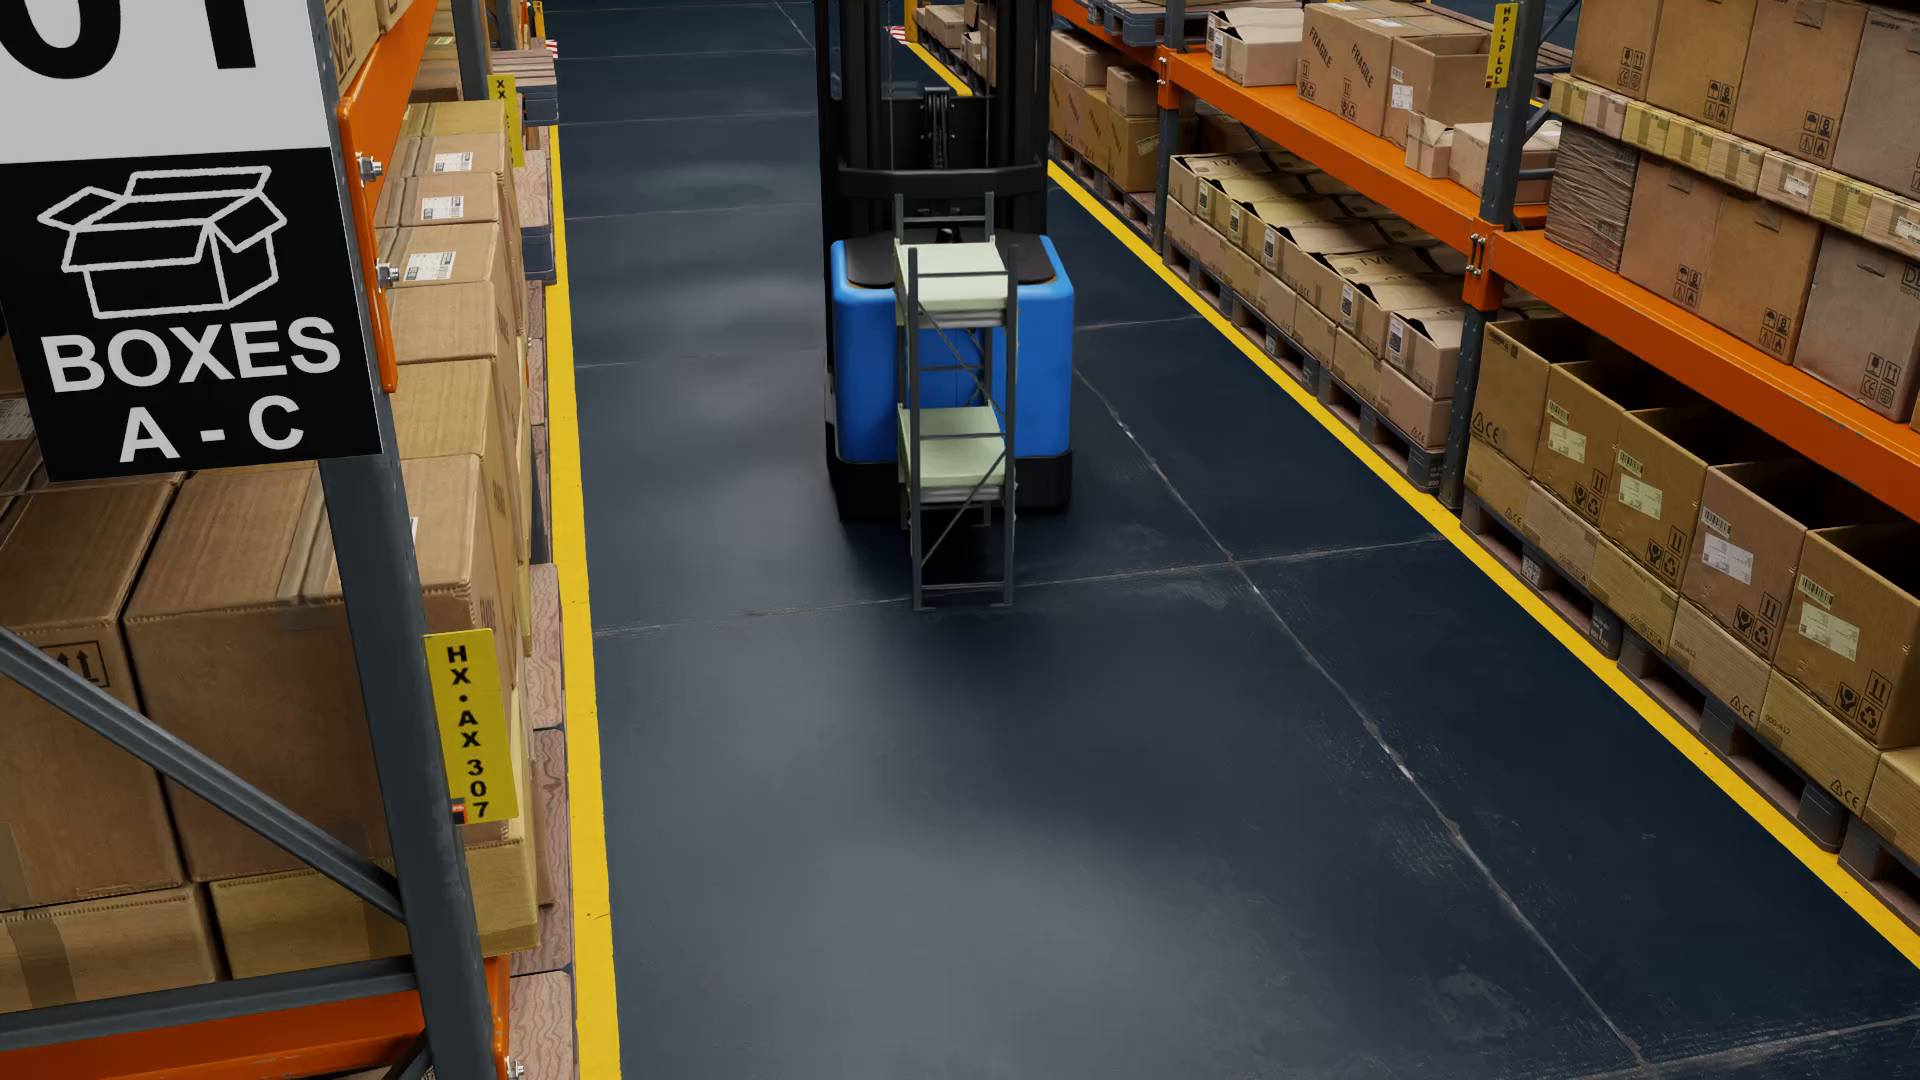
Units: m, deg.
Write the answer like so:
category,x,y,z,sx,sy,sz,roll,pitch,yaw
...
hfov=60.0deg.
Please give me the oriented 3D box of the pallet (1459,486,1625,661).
category,x,y,z,sx,sy,sz,roll,pitch,yaw
pallet,2.823,0.055,6.907,1.003,0.211,1.213,-6,27,-12

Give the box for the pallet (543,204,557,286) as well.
category,x,y,z,sx,sy,sz,roll,pitch,yaw
pallet,-3.146,-1.904,10.788,1.003,0.211,1.213,-6,27,-12

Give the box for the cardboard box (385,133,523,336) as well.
category,x,y,z,sx,sy,sz,roll,pitch,yaw
cardboard box,-1.615,-0.921,5.058,0.500,0.500,0.500,-6,27,-12

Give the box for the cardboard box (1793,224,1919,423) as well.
category,x,y,z,sx,sy,sz,roll,pitch,yaw
cardboard box,3.142,-0.718,5.232,0.700,0.500,0.500,-5,27,-10

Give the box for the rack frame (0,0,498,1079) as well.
category,x,y,z,sx,sy,sz,roll,pitch,yaw
rack frame,-1.236,0.717,2.501,0.949,2.616,0.053,-6,27,-12

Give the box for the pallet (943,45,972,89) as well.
category,x,y,z,sx,sy,sz,roll,pitch,yaw
pallet,0.450,-4.649,16.226,1.003,0.211,1.213,-6,27,-12

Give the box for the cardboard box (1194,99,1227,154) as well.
category,x,y,z,sx,sy,sz,roll,pitch,yaw
cardboard box,1.836,-2.838,11.830,0.500,0.500,0.500,-7,28,-13

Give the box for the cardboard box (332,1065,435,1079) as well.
category,x,y,z,sx,sy,sz,roll,pitch,yaw
cardboard box,-1.307,1.408,3.627,0.500,0.311,0.500,-9,28,-17

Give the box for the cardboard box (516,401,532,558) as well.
category,x,y,z,sx,sy,sz,roll,pitch,yaw
cardboard box,-1.391,-0.144,4.351,0.500,0.250,0.500,-6,27,-11

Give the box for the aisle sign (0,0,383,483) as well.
category,x,y,z,sx,sy,sz,roll,pitch,yaw
aisle sign,-0.931,-0.442,1.912,0.394,0.787,0.004,-6,27,-12

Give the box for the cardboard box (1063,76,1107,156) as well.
category,x,y,z,sx,sy,sz,roll,pitch,yaw
cardboard box,1.103,-3.224,12.594,0.500,0.500,0.500,-7,28,-14

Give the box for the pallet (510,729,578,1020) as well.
category,x,y,z,sx,sy,sz,roll,pitch,yaw
pallet,-1.676,1.034,4.967,1.003,0.211,1.213,-6,27,-12

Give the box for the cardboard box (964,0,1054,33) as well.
category,x,y,z,sx,sy,sz,roll,pitch,yaw
cardboard box,0.454,-4.962,16.034,0.797,0.503,0.637,-6,27,-12

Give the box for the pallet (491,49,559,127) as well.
category,x,y,z,sx,sy,sz,roll,pitch,yaw
pallet,-2.778,-2.407,8.903,1.213,0.211,1.003,-6,27,-12

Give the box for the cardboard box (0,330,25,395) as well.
category,x,y,z,sx,sy,sz,roll,pitch,yaw
cardboard box,-1.777,-0.193,3.616,0.500,0.500,0.500,-7,28,-13

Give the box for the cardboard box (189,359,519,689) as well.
category,x,y,z,sx,sy,sz,roll,pitch,yaw
cardboard box,-1.156,-0.018,3.268,0.500,0.500,0.500,-6,27,-11

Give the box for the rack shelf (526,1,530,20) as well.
category,x,y,z,sx,sy,sz,roll,pitch,yaw
rack shelf,-4.394,-5.108,14.839,1.077,0.370,4.000,-6,27,-12

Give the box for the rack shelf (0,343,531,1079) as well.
category,x,y,z,sx,sy,sz,roll,pitch,yaw
rack shelf,-1.690,0.160,4.402,1.077,0.370,4.000,-6,27,-12

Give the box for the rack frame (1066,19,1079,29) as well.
category,x,y,z,sx,sy,sz,roll,pitch,yaw
rack frame,0.882,-5.056,13.937,1.000,3.000,0.127,-6,27,-12

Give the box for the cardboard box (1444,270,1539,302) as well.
category,x,y,z,sx,sy,sz,roll,pitch,yaw
cardboard box,2.727,-1.181,8.224,0.500,0.311,0.500,-6,27,-12

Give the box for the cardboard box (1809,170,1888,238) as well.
category,x,y,z,sx,sy,sz,roll,pitch,yaw
cardboard box,2.909,-1.060,5.191,0.380,0.149,0.250,-6,27,-12

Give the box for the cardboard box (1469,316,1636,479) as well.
category,x,y,z,sx,sy,sz,roll,pitch,yaw
cardboard box,2.484,-0.603,6.869,0.500,0.500,0.500,-6,27,-12

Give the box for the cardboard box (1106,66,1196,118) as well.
category,x,y,z,sx,sy,sz,roll,pitch,yaw
cardboard box,1.327,-3.126,11.568,0.500,0.250,0.500,-5,27,-10

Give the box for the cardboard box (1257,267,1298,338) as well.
category,x,y,z,sx,sy,sz,roll,pitch,yaw
cardboard box,1.968,-1.326,9.135,0.500,0.250,0.500,-5,27,-11

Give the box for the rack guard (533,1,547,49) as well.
category,x,y,z,sx,sy,sz,roll,pitch,yaw
rack guard,-4.850,-5.202,17.001,1.175,0.500,0.348,-6,27,-12

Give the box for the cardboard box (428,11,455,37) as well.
category,x,y,z,sx,sy,sz,roll,pitch,yaw
cardboard box,-2.520,-2.039,7.361,0.700,0.500,0.500,-2,27,-5

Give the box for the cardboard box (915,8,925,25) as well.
category,x,y,z,sx,sy,sz,roll,pitch,yaw
cardboard box,-0.260,-5.517,17.526,0.380,0.149,0.250,-6,27,-12

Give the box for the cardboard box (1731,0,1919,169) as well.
category,x,y,z,sx,sy,sz,roll,pitch,yaw
cardboard box,3.018,-1.532,5.405,0.700,0.500,0.500,-6,27,-12

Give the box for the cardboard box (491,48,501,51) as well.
category,x,y,z,sx,sy,sz,roll,pitch,yaw
cardboard box,-2.891,-2.860,9.843,0.380,0.149,0.250,-6,27,-12

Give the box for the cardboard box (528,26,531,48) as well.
category,x,y,z,sx,sy,sz,roll,pitch,yaw
cardboard box,-4.477,-4.862,15.861,0.700,0.500,0.500,-6,27,-12

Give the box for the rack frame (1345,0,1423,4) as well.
category,x,y,z,sx,sy,sz,roll,pitch,yaw
rack frame,4.807,-7.313,18.410,1.000,3.000,0.127,-6,27,-12

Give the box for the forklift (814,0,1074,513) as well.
category,x,y,z,sx,sy,sz,roll,pitch,yaw
forklift,-0.146,-2.059,8.076,1.130,2.935,3.031,-2,27,-4

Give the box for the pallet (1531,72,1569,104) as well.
category,x,y,z,sx,sy,sz,roll,pitch,yaw
pallet,5.842,-3.969,14.879,1.003,0.211,1.213,-6,27,-12

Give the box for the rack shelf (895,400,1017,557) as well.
category,x,y,z,sx,sy,sz,roll,pitch,yaw
rack shelf,-0.026,-0.267,6.838,0.431,0.370,0.720,-3,27,-5

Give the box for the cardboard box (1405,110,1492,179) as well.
category,x,y,z,sx,sy,sz,roll,pitch,yaw
cardboard box,2.308,-1.851,7.737,0.396,0.266,0.258,-7,28,-13

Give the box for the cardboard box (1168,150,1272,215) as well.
category,x,y,z,sx,sy,sz,roll,pitch,yaw
cardboard box,1.615,-2.250,10.342,0.500,0.311,0.500,-5,27,-10

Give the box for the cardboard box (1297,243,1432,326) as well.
category,x,y,z,sx,sy,sz,roll,pitch,yaw
cardboard box,2.081,-1.350,8.558,0.500,0.311,0.500,-6,27,-12

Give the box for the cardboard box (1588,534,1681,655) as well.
category,x,y,z,sx,sy,sz,roll,pitch,yaw
cardboard box,2.709,0.171,6.168,0.500,0.250,0.500,-6,27,-12

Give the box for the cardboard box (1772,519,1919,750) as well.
category,x,y,z,sx,sy,sz,roll,pitch,yaw
cardboard box,2.936,0.275,5.129,0.500,0.500,0.500,-6,27,-12

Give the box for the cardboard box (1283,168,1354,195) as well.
category,x,y,z,sx,sy,sz,roll,pitch,yaw
cardboard box,2.265,-2.077,10.000,0.500,0.311,0.500,-6,27,-12

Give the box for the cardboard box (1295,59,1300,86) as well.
category,x,y,z,sx,sy,sz,roll,pitch,yaw
cardboard box,2.126,-2.633,9.417,0.380,0.149,0.250,-4,27,-8

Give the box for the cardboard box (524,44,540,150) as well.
category,x,y,z,sx,sy,sz,roll,pitch,yaw
cardboard box,-3.467,-3.117,12.016,0.750,0.750,0.750,-5,27,-10

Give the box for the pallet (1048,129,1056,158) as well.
category,x,y,z,sx,sy,sz,roll,pitch,yaw
pallet,1.102,-3.457,13.866,1.003,0.211,1.213,-6,27,-12

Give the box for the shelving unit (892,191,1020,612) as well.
category,x,y,z,sx,sy,sz,roll,pitch,yaw
shelving unit,-0.026,-0.558,6.691,0.431,1.500,0.755,-3,27,-5

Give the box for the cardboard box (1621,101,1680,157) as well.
category,x,y,z,sx,sy,sz,roll,pitch,yaw
cardboard box,2.673,-1.517,6.095,0.380,0.149,0.250,-7,28,-13

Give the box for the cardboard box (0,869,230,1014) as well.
category,x,y,z,sx,sy,sz,roll,pitch,yaw
cardboard box,-1.533,0.590,2.897,0.500,0.250,0.500,-6,27,-11

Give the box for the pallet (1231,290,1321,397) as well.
category,x,y,z,sx,sy,sz,roll,pitch,yaw
pallet,2.202,-1.155,9.304,1.003,0.211,1.213,-6,27,-12
